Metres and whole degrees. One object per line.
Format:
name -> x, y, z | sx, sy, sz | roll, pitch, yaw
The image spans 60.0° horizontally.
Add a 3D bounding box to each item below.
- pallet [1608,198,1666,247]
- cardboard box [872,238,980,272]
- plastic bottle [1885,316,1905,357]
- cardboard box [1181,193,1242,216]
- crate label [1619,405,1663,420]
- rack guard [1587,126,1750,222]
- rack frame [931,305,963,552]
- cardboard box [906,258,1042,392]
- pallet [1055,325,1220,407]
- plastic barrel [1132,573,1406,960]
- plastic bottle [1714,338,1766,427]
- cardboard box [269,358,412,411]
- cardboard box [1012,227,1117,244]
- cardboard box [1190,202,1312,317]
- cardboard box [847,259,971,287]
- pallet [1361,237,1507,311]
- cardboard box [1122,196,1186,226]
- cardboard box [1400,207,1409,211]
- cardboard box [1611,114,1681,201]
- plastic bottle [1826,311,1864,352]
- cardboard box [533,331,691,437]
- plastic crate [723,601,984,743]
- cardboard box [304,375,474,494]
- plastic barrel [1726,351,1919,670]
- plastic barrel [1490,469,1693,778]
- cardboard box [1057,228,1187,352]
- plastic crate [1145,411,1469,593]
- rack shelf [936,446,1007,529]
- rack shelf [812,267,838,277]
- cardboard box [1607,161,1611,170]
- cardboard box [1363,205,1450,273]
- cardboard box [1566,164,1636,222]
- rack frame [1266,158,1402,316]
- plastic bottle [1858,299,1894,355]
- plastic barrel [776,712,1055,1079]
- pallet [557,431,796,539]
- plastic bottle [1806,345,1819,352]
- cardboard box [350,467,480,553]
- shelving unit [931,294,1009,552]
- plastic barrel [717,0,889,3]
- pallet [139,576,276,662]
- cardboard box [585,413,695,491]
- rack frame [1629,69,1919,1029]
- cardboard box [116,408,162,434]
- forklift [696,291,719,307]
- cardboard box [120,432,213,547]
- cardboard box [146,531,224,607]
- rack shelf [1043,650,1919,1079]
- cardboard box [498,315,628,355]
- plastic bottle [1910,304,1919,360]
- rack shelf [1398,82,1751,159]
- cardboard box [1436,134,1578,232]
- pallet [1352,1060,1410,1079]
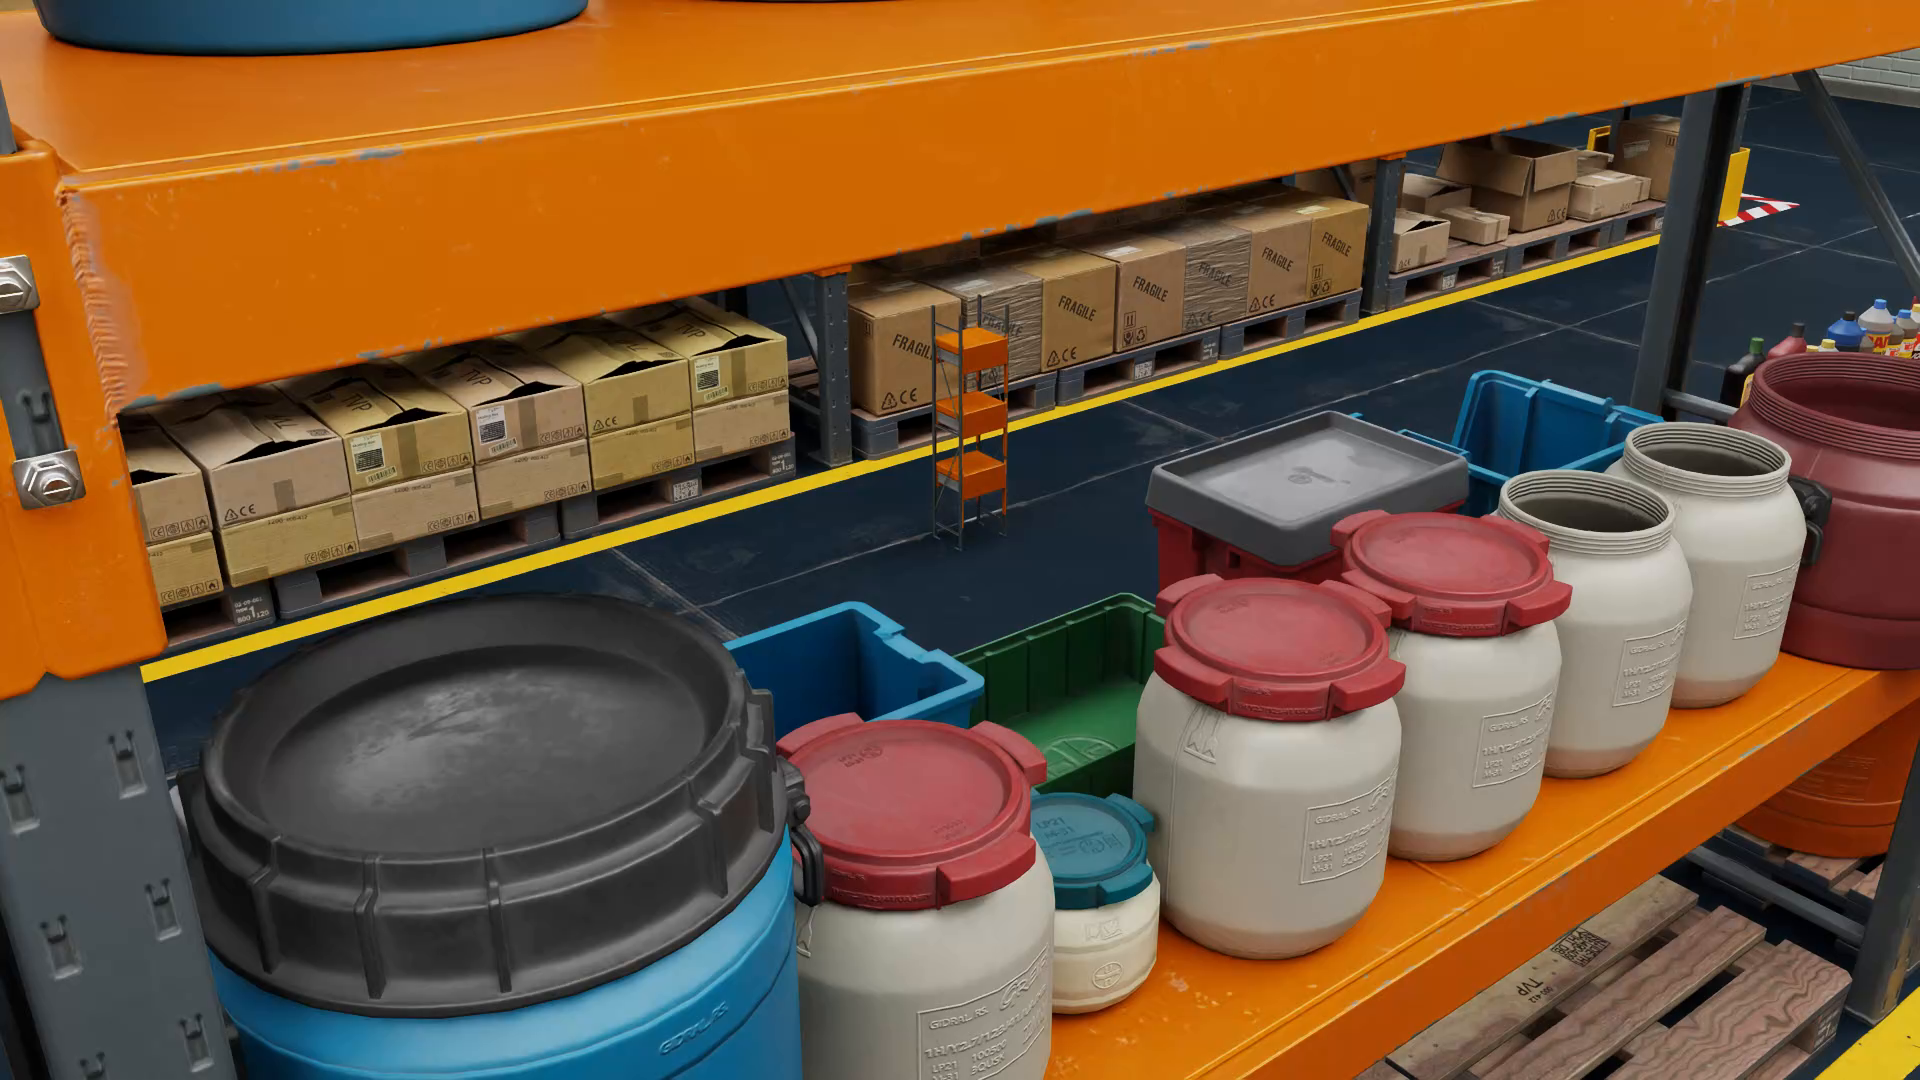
pallet -> 4.734, -2.466, 12.312 | 1.213, 0.211, 1.003 | -18, 31, -34
cardboard box -> -0.242, -1.622, 8.738 | 0.500, 0.250, 0.500 | -17, 30, -32
plastic bottle -> 2.901, -0.604, 5.225 | 0.097, 0.201, 0.097 | 0, 25, 0
cardboard box -> 1.329, -1.797, 10.006 | 0.500, 0.500, 0.500 | -18, 30, -33
crate label -> 1.616, -0.177, 4.266 | 0.416, 0.233, 0.303 | -18, 31, -34
rack guard -> 5.361, -2.804, 12.698 | 0.348, 0.500, 1.175 | -18, 31, -34
rack frame -> -0.054, -0.458, 6.991 | 0.008, 1.050, 0.200 | -18, 31, -34
cardboard box -> 0.069, -1.107, 8.518 | 0.500, 0.500, 0.500 | -20, 31, -36
pallet -> 0.696, -1.111, 9.394 | 1.213, 0.211, 1.003 | -18, 31, -34
plastic barrel -> 0.497, 0.373, 2.721 | 0.433, 0.535, 0.433 | 0, 25, 0
plastic bottle -> 2.234, -0.431, 4.755 | 0.133, 0.283, 0.061 | -18, 31, -34
cardboard box -> -2.683, -0.634, 7.154 | 0.500, 0.311, 0.500 | -19, 31, -35
cardboard box -> 0.533, -1.539, 9.449 | 0.500, 0.500, 0.500 | -20, 31, -36
cardboard box -> 1.667, -1.636, 9.658 | 0.500, 0.500, 0.500 | -18, 30, -34
cardboard box -> -0.283, -1.266, 8.861 | 0.500, 0.500, 0.500 | -17, 30, -32
pallet -> 2.814, -1.832, 10.946 | 1.213, 0.211, 1.003 | -18, 31, -34
cardboard box -> 0.955, -2.020, 9.595 | 0.500, 0.250, 0.500 | -18, 30, -34
cardboard box -> 2.805, -2.184, 11.257 | 0.250, 0.149, 0.380 | -18, 31, -34
cardboard box -> 5.145, -2.801, 12.168 | 0.500, 0.500, 0.500 | -18, 31, -34
plastic bottle -> 2.671, -0.560, 5.047 | 0.097, 0.271, 0.097 | 0, 25, 0
cardboard box -> -1.540, -0.722, 7.345 | 0.500, 0.311, 0.500 | -19, 31, -35
plastic crate -> -0.293, 0.419, 2.803 | 0.575, 0.384, 0.392 | -18, 31, -34
cardboard box -> -2.334, -0.463, 6.785 | 0.500, 0.311, 0.500 | -17, 30, -33
plastic barrel -> 2.001, -0.079, 3.694 | 0.708, 0.536, 0.600 | -18, 31, -34
plastic barrel -> 1.170, 0.159, 3.211 | 0.421, 0.512, 0.421 | 0, 25, 0
cardboard box -> 0.874, -1.373, 9.091 | 0.500, 0.500, 0.500 | -19, 31, -36
plastic crate -> 0.719, 0.052, 3.499 | 0.583, 0.464, 0.402 | -18, 31, -34
rack shelf -> 0.042, -0.228, 7.180 | 0.240, 0.259, 0.215 | -18, 31, -34
rack shelf -> -2.448, -1.034, 6.769 | 4.000, 0.370, 1.077 | -18, 31, -34
cardboard box -> 4.683, -2.812, 12.589 | 0.250, 0.166, 0.380 | -18, 31, -34
cardboard box -> 2.737, -1.936, 10.530 | 0.500, 0.311, 0.500 | -18, 31, -34
cardboard box -> 4.379, -2.450, 11.710 | 0.500, 0.250, 0.500 | -18, 31, -34
rack frame -> 2.273, -2.919, 9.976 | 0.127, 3.000, 1.000 | -18, 31, -34
plastic bottle -> 2.824, -0.611, 5.156 | 0.097, 0.271, 0.097 | 0, 25, 0
plastic barrel -> -0.080, 0.564, 2.310 | 0.433, 0.535, 0.433 | 0, 25, 0
pallet -> -1.546, -0.414, 7.891 | 1.213, 0.211, 1.003 | -18, 31, -34
plastic bottle -> 2.518, -0.478, 4.952 | 0.097, 0.201, 0.097 | 0, 25, 0
cardboard box -> -2.342, -0.206, 6.898 | 0.500, 0.250, 0.500 | -18, 30, -33
shelving unit -> 0.042, -0.490, 7.059 | 0.252, 1.050, 0.215 | -18, 31, -34
plastic barrel -> -0.188, -1.161, 2.029 | 0.600, 0.901, 0.600 | 0, 25, 0
pallet -> -3.466, 0.220, 6.525 | 1.213, 0.211, 1.003 | -18, 31, -34
cardboard box -> -1.541, -0.470, 7.468 | 0.500, 0.250, 0.500 | -19, 31, -35
rack frame -> 2.179, -0.238, 4.199 | 0.127, 3.000, 1.000 | -18, 31, -34
cardboard box -> -3.475, -0.376, 6.597 | 0.500, 0.311, 0.500 | -17, 30, -33
forklift -> -2.039, -2.695, 9.575 | 1.130, 2.935, 3.031 | 2, 25, 5
cardboard box -> -3.146, -0.191, 6.200 | 0.500, 0.311, 0.500 | -19, 31, -35
cardboard box -> -3.149, 0.061, 6.322 | 0.500, 0.250, 0.500 | -17, 30, -33
rack shelf -> 0.605, 0.608, 3.231 | 4.000, 0.370, 1.077 | -18, 31, -34
cardboard box -> -1.876, -0.899, 7.726 | 0.500, 0.311, 0.500 | -19, 31, -35
plastic bottle -> 3.054, -0.655, 5.334 | 0.097, 0.201, 0.097 | 0, 25, 0
rack shelf -> 3.847, -3.112, 11.247 | 4.000, 0.370, 1.077 | -18, 31, -34
cardboard box -> 3.748, -2.476, 11.464 | 0.637, 0.503, 0.797 | -18, 31, -34
pallet -> 0.586, 1.531, 3.701 | 1.213, 0.211, 1.003 | -18, 31, -34
